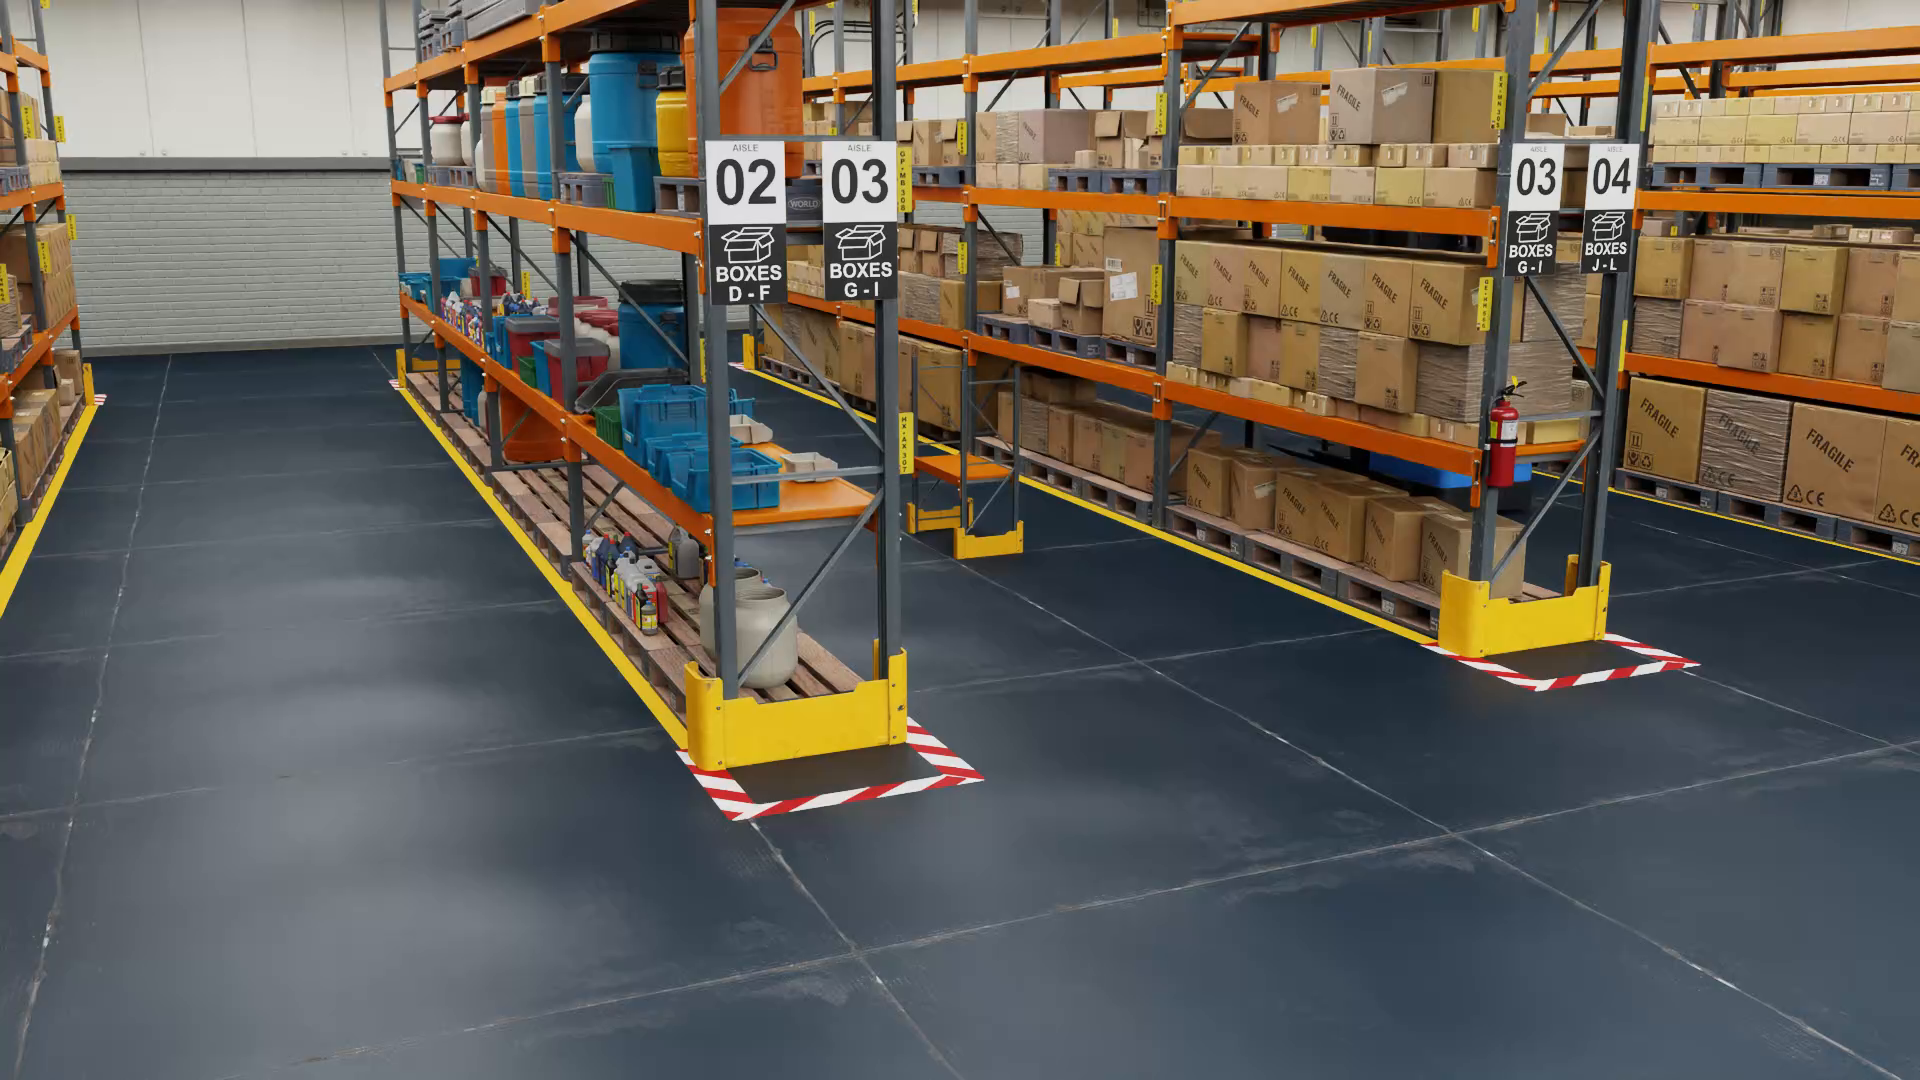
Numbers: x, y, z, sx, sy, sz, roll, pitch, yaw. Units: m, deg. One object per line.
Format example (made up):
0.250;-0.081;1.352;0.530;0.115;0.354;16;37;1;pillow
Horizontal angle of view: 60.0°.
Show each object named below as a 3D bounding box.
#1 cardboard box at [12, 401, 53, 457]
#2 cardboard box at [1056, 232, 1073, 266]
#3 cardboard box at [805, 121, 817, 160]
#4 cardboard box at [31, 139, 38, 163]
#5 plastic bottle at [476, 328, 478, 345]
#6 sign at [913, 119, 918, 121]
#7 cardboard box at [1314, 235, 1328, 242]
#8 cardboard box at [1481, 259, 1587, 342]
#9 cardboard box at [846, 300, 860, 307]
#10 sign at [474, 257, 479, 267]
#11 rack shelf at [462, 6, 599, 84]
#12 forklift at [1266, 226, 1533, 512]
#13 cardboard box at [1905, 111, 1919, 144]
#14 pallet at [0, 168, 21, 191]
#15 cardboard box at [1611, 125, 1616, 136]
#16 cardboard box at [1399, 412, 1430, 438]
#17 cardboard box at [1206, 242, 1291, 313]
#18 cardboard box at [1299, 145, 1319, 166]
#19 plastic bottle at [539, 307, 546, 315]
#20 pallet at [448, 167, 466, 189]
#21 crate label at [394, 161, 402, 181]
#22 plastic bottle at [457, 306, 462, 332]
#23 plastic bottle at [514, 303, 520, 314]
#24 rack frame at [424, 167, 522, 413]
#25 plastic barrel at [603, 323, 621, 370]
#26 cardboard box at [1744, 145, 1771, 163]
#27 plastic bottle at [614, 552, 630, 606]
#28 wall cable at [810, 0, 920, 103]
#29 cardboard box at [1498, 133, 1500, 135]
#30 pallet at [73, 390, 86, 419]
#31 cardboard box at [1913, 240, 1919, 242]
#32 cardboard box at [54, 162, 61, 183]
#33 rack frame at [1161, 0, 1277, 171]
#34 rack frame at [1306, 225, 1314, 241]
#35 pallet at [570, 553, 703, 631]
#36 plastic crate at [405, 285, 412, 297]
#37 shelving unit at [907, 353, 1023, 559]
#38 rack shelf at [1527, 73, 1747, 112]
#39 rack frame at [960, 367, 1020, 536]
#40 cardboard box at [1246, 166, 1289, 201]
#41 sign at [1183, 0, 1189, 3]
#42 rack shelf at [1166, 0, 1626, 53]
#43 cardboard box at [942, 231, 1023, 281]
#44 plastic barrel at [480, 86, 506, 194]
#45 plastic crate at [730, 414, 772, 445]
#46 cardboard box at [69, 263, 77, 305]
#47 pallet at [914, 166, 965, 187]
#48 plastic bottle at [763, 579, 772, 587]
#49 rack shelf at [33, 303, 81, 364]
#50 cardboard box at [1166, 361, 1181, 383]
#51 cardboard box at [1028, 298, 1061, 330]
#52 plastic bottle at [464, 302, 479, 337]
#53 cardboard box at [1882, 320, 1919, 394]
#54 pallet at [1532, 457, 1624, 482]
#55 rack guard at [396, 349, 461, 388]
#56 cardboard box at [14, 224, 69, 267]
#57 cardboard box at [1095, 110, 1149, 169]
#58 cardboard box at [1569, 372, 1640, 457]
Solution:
-9.296;-1.075;16.431;0.500;0.500;0.500;-5;14;-22;cardboard box
1.841;-4.585;26.145;0.500;0.500;0.500;-5;14;-20;cardboard box
-1.649;-5.286;22.031;0.700;0.500;0.500;-5;14;-20;cardboard box
-10.316;-4.219;18.019;0.500;0.250;0.500;-6;14;-23;cardboard box
-4.719;-2.023;16.399;0.097;0.201;0.097;0;13;0;plastic bottle
-0.576;-5.173;21.071;0.100;0.325;0.005;-6;14;-23;sign
6.338;-4.900;28.169;0.500;0.500;0.500;-6;14;-23;cardboard box
3.767;-1.595;11.010;0.500;0.500;0.500;-6;14;-23;cardboard box
-1.114;-3.186;20.763;0.500;0.500;0.500;-6;14;-23;cardboard box
-6.712;-3.767;23.131;0.100;0.325;0.005;-6;14;-23;sign
-3.204;-3.946;13.443;1.077;0.370;4.000;-6;14;-23;rack shelf
4.062;-1.922;15.674;1.130;2.935;3.031;-5;14;-22;forklift
7.671;-3.169;12.777;0.500;0.250;0.500;-6;14;-23;cardboard box
-9.532;-3.376;15.569;1.213;0.211;1.003;-6;14;-23;pallet
9.043;-5.226;21.992;0.700;0.500;0.500;-6;15;-26;cardboard box
3.188;-0.793;11.199;0.380;0.149;0.250;-6;14;-23;cardboard box
2.285;-2.064;13.037;0.500;0.500;0.500;-6;14;-23;cardboard box
2.675;-2.774;11.999;0.380;0.149;0.250;-5;14;-22;cardboard box
-4.366;-2.302;17.451;0.097;0.271;0.097;0;13;0;plastic bottle
-4.747;-3.790;17.360;1.003;0.211;1.213;-6;14;-23;pallet
-7.136;-4.803;21.649;0.408;0.251;0.502;-6;14;-23;crate label
-5.286;-2.350;17.654;0.097;0.271;0.097;0;13;0;plastic bottle
-4.765;-2.422;17.970;0.097;0.271;0.097;0;13;0;plastic bottle
-5.607;-2.808;19.350;1.000;3.000;0.127;-6;14;-23;rack frame
-2.585;-1.439;13.133;0.433;0.535;0.433;0;13;0;plastic barrel
6.965;-3.306;14.253;0.380;0.149;0.250;-6;14;-24;cardboard box
-2.213;0.252;11.027;0.144;0.351;0.185;-6;14;-23;plastic bottle
-1.778;-10.051;30.207;2.277;5.999;0.120;-6;14;-23;wall cable
5.613;-4.148;17.533;0.500;0.311;0.500;-6;14;-24;cardboard box
-11.399;-1.649;20.526;1.003;0.211;1.213;-6;14;-23;pallet
10.904;-3.225;19.340;0.500;0.500;0.500;-6;14;-23;cardboard box
-11.302;-4.494;20.313;0.500;0.250;0.500;-6;14;-23;cardboard box
2.136;-4.525;13.465;1.000;3.000;0.127;-6;14;-23;rack frame
6.409;-4.977;28.721;1.000;3.000;0.127;-6;14;-23;rack frame
-2.172;0.346;11.907;1.003;0.211;1.213;-6;14;-23;pallet
-7.088;-3.240;21.670;0.250;0.136;0.298;-6;14;-23;plastic crate
0.031;-0.715;13.633;0.587;1.500;1.083;-6;14;-23;shelving unit
8.812;-6.115;22.814;1.077;0.370;4.000;-6;14;-23;rack shelf
0.238;-0.608;13.171;0.500;1.500;0.032;-6;14;-23;rack frame
2.487;-2.662;12.400;0.500;0.250;0.500;-6;14;-25;cardboard box
3.012;-7.054;22.142;0.100;0.325;0.005;-6;14;-23;sign
2.937;-3.760;11.761;1.077;0.370;4.000;-6;14;-23;rack shelf
0.255;-3.119;18.246;0.797;0.503;0.637;-5;14;-21;cardboard box
-3.875;-3.498;14.566;0.600;0.901;0.600;0;13;0;plastic barrel
-1.520;-0.714;10.887;0.530;0.136;0.437;-6;14;-23;plastic crate
-11.321;-3.168;20.686;0.500;0.500;0.500;-5;14;-21;cardboard box
0.227;-3.926;17.949;1.213;0.211;1.003;-5;14;-20;pallet
-1.241;0.383;10.636;0.097;0.271;0.097;0;13;0;plastic bottle
-10.948;-2.424;19.286;1.077;0.370;4.000;-6;14;-23;rack shelf
1.946;-1.408;13.860;0.380;0.149;0.250;-6;14;-23;cardboard box
0.994;-2.193;16.096;0.500;0.250;0.500;-6;14;-25;cardboard box
-5.041;-2.275;17.158;0.144;0.351;0.185;-6;14;-23;plastic bottle
7.893;-1.460;13.195;0.875;0.550;0.550;-6;14;-23;cardboard box
6.343;-0.824;16.960;1.003;0.211;1.213;-6;14;-23;pallet
-7.231;-2.420;23.218;1.175;0.500;0.348;-6;14;-23;rack guard
-11.116;-3.552;20.126;0.500;0.500;0.500;-5;14;-21;cardboard box
1.660;-3.619;15.043;0.797;0.503;0.637;-5;14;-21;cardboard box
6.390;-1.258;16.712;1.050;0.750;0.750;-6;14;-23;cardboard box
